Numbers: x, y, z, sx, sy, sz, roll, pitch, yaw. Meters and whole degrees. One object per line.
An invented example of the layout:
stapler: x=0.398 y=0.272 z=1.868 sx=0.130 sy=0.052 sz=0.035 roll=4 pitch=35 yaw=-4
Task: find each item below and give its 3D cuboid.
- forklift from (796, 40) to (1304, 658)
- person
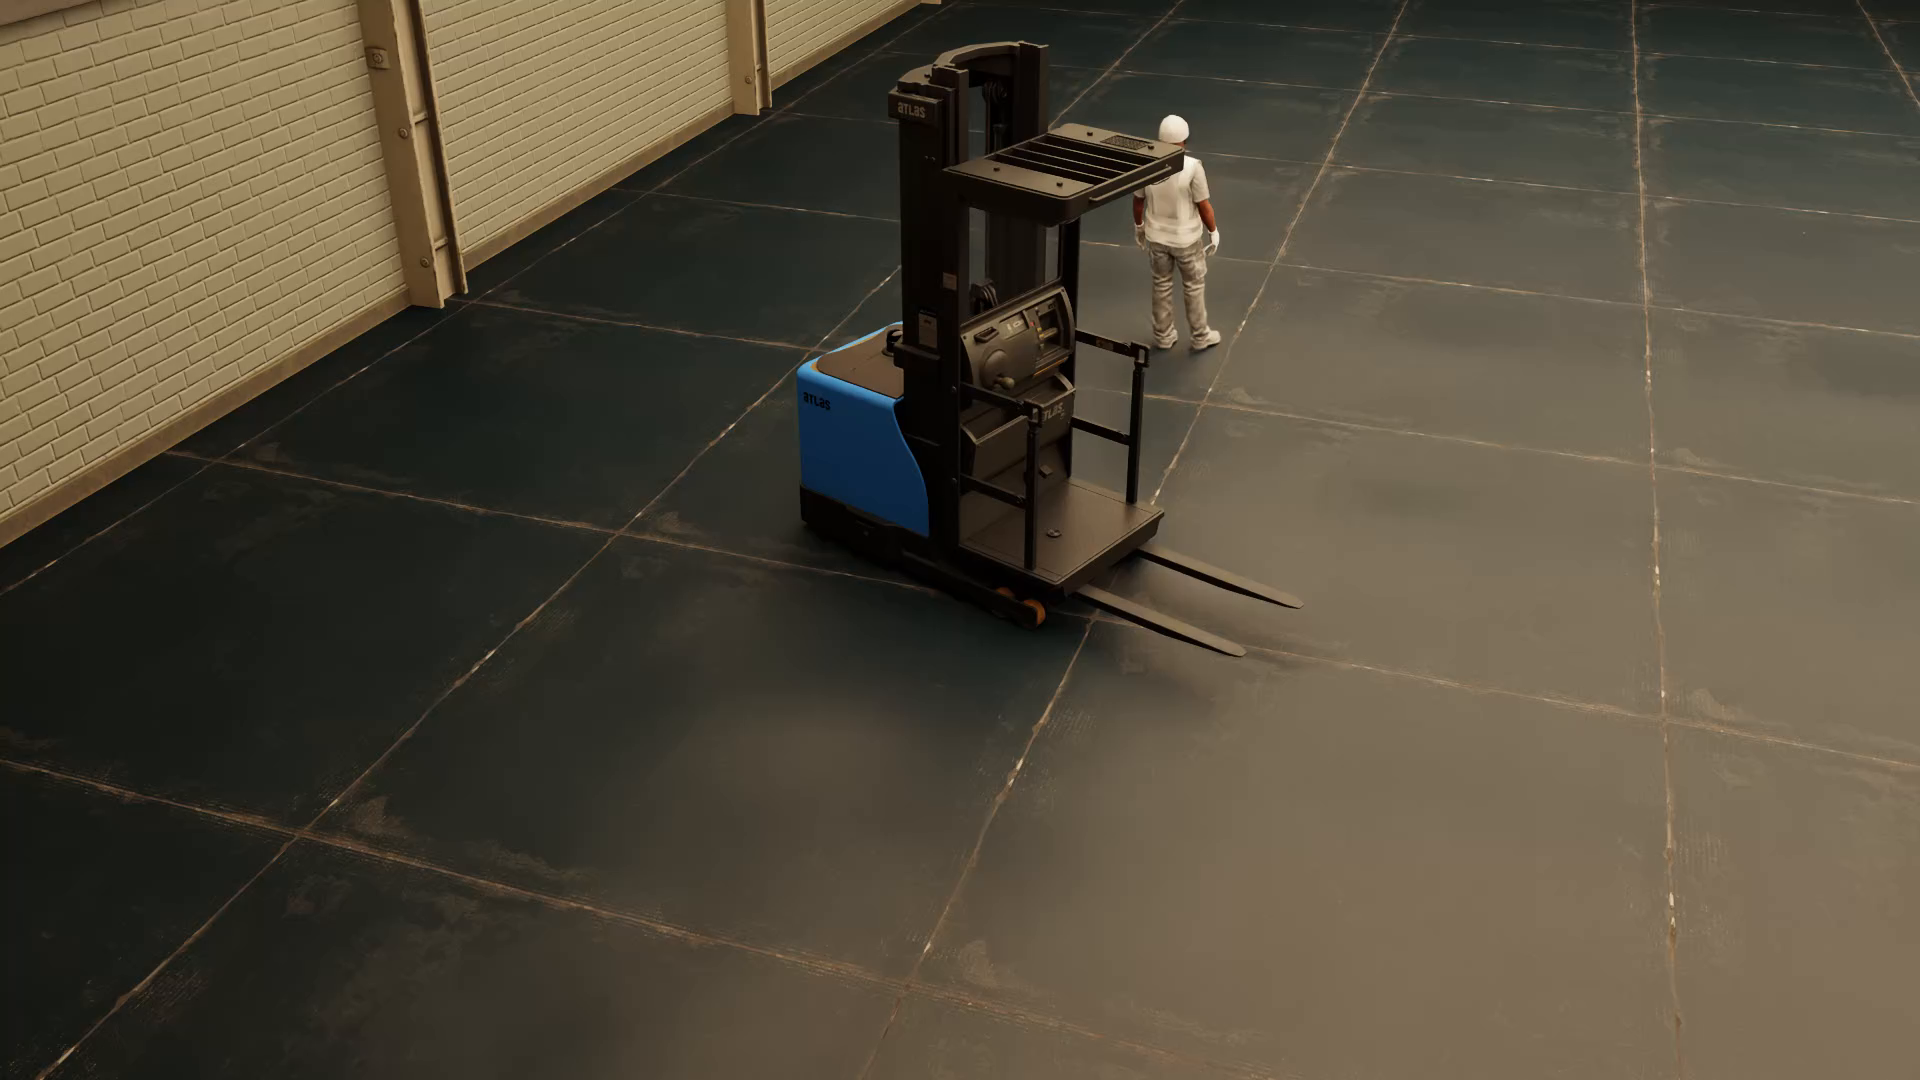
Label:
forklift: x=0.488 y=-1.077 z=9.025 sx=3.031 sy=2.935 sz=1.130 roll=22 pitch=36 yaw=33
person: x=1.612 y=-2.271 z=12.265 sx=0.655 sy=1.782 sz=0.577 roll=16 pitch=33 yaw=25
